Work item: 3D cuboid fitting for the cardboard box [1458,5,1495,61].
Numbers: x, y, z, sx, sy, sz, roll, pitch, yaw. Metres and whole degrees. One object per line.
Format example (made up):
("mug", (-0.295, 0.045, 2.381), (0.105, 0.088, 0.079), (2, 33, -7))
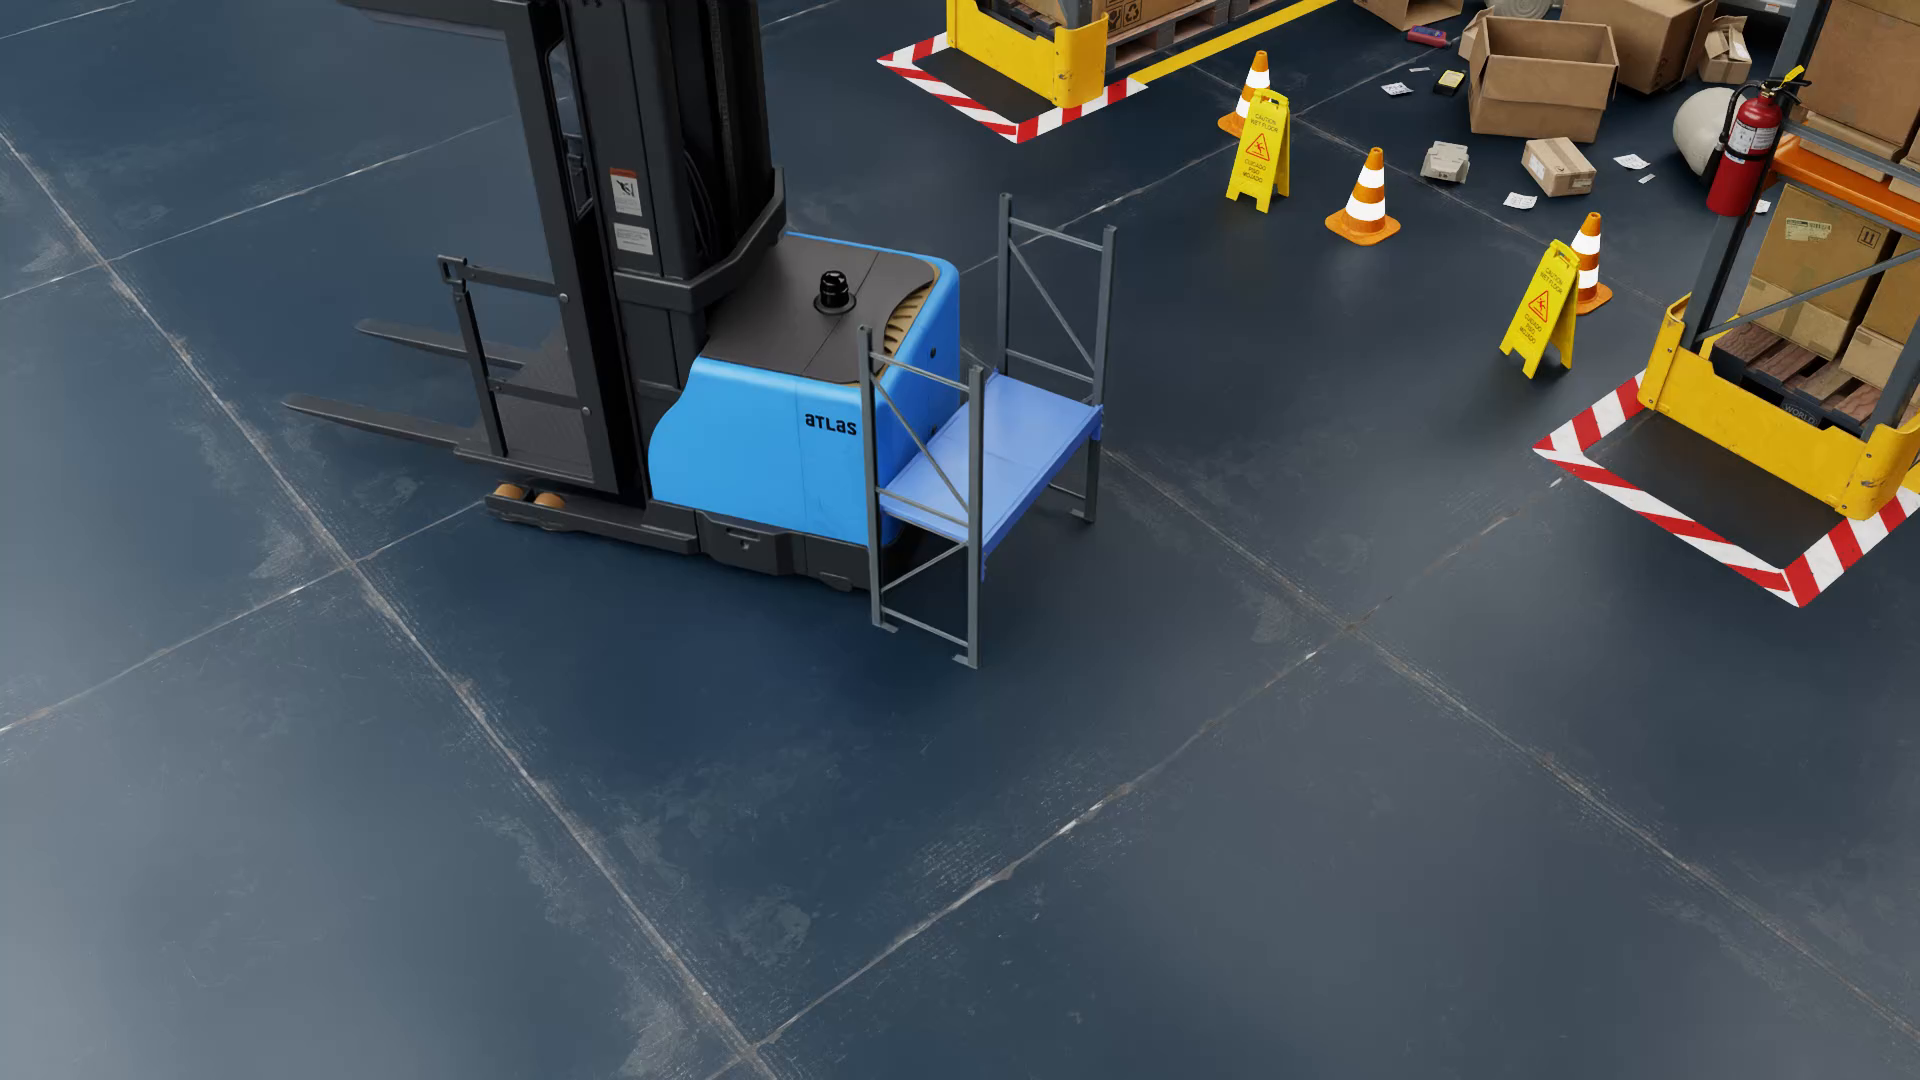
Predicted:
("cardboard box", (3.346, -3.102, 10.359), (0.258, 0.266, 0.396), (-21, 47, -21))

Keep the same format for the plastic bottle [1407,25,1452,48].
("plastic bottle", (3.014, -3.212, 10.625), (0.283, 0.061, 0.133), (22, 47, 21))

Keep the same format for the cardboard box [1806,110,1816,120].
("cardboard box", (3.940, -1.864, 7.227), (0.250, 0.149, 0.380), (-30, 51, -28))

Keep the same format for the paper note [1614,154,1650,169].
("paper note", (3.863, -2.178, 9.555), (0.142, 0.019, 0.148), (-14, 45, -14))

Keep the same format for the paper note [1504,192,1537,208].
("paper note", (3.116, -1.888, 9.237), (0.148, 0.019, 0.142), (22, 47, 21))

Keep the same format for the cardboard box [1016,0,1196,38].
("cardboard box", (0.892, -3.775, 10.324), (0.875, 0.875, 0.875), (-29, 51, -28))

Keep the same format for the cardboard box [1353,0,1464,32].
("cardboard box", (2.950, -3.690, 10.812), (0.500, 0.500, 0.500), (-21, 47, -21))

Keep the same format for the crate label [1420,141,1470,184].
("crate label", (2.760, -2.144, 9.432), (0.250, 0.136, 0.298), (14, 45, 15))

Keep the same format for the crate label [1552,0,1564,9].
("crate label", (3.997, -3.643, 11.029), (0.298, 0.136, 0.250), (7, 44, 7))

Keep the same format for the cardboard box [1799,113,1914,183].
("cardboard box", (3.817, -1.694, 7.046), (0.250, 0.149, 0.380), (-28, 50, -27))

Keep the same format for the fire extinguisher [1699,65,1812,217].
("fire extinguisher", (3.284, -1.673, 6.897), (0.183, 0.674, 0.296), (-30, 51, -28))

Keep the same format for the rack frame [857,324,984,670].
("rack frame", (-0.139, -0.119, 6.282), (0.500, 1.500, 0.032), (22, 47, 22))

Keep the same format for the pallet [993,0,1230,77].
("pallet", (0.977, -3.440, 10.759), (1.213, 0.211, 1.003), (-30, 51, -28))

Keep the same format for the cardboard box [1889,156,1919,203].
("cardboard box", (4.061, -1.458, 6.795), (0.250, 0.149, 0.380), (-30, 51, -28))

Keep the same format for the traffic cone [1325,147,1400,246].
("traffic cone", (2.197, -1.884, 8.918), (0.334, 0.463, 0.336), (-30, 51, -28))

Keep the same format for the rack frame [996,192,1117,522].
("rack frame", (0.376, -0.719, 6.920), (0.500, 1.500, 0.032), (22, 47, 22))

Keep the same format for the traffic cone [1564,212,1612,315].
("traffic cone", (3.170, -1.451, 8.457), (0.334, 0.463, 0.336), (-30, 51, -28))

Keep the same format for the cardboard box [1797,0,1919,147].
("cardboard box", (3.907, -2.037, 6.938), (0.500, 0.500, 0.500), (-31, 51, -29))

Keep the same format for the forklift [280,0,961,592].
("forklift", (-1.564, -1.441, 6.643), (3.031, 2.935, 1.130), (12, 45, 13))

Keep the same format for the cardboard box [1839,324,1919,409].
("cardboard box", (4.464, -0.869, 7.686), (0.500, 0.250, 0.500), (-30, 51, -28))

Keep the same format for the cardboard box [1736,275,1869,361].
("cardboard box", (4.133, -1.167, 8.003), (0.500, 0.250, 0.500), (-30, 51, -28))

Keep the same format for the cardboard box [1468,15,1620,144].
("cardboard box", (3.391, -2.700, 9.758), (0.797, 0.503, 0.637), (7, 44, 7))

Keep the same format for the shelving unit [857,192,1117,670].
("shelving unit", (0.119, -0.419, 6.601), (0.538, 1.500, 1.048), (22, 47, 22))

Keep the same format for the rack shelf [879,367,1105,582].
("rack shelf", (0.119, -0.288, 6.724), (0.538, 0.185, 1.000), (22, 47, 22))

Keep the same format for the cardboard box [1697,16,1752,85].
("cardboard box", (4.734, -3.039, 10.292), (0.258, 0.266, 0.396), (7, 44, 7))

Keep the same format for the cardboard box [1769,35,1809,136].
("cardboard box", (5.041, -2.600, 9.651), (0.500, 0.500, 0.500), (0, 43, 0))

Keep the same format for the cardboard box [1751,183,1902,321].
("cardboard box", (4.115, -1.422, 7.727), (0.500, 0.500, 0.500), (-29, 51, -28))

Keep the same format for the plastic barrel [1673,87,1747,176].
("plastic barrel", (4.281, -2.272, 9.360), (0.421, 0.421, 0.512), (0, 43, 0))

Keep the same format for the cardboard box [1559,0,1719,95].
("cardboard box", (4.103, -3.165, 10.153), (0.503, 0.637, 0.797), (-30, 51, -28))

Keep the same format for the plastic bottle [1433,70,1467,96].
("plastic bottle", (3.015, -2.821, 10.209), (0.133, 0.061, 0.283), (22, 47, 21))

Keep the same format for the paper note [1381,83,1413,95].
("paper note", (2.674, -2.760, 10.168), (0.142, 0.017, 0.144), (-14, 45, -14))

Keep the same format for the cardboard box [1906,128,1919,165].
("cardboard box", (4.209, -1.717, 6.596), (0.500, 0.500, 0.500), (-31, 51, -28))

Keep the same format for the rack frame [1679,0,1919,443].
("rack frame", (3.668, -1.509, 6.666), (0.127, 3.000, 1.000), (-30, 51, -28))

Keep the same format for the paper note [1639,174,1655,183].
("paper note", (3.894, -2.048, 9.424), (0.123, 0.001, 0.032), (-30, 51, -28))

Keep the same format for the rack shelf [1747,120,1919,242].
("rack shelf", (5.202, -2.126, 7.848), (4.000, 0.370, 1.077), (-30, 51, -28))

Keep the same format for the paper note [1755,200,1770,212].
("paper note", (4.405, -1.862, 9.210), (0.142, 0.019, 0.148), (22, 47, 21))

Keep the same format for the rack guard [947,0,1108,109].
("rack guard", (0.396, -3.143, 10.231), (0.348, 0.500, 1.175), (-30, 51, -28))

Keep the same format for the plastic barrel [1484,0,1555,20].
("plastic barrel", (3.596, -3.578, 10.751), (0.421, 0.421, 0.512), (0, 43, 0))

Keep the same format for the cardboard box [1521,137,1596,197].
("cardboard box", (3.376, -2.106, 9.384), (0.250, 0.149, 0.380), (-7, 44, -7))

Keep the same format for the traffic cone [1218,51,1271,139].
("traffic cone", (1.733, -2.627, 9.709), (0.334, 0.463, 0.336), (-30, 51, -28))

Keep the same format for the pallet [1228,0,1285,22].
("pallet", (1.913, -3.973, 11.326), (1.213, 0.211, 1.003), (-30, 51, -28))

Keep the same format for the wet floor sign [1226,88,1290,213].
("wet floor sign", (1.662, -2.154, 9.072), (0.267, 0.644, 0.232), (30, 51, 28))

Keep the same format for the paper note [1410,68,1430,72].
("paper note", (2.866, -2.932, 10.365), (0.123, 0.001, 0.032), (-7, 44, -7))

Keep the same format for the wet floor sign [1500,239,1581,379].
("wet floor sign", (2.835, -1.130, 7.981), (0.232, 0.644, 0.267), (-14, 45, -14))

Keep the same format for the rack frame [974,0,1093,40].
("rack frame", (0.414, -4.064, 9.386), (0.127, 3.000, 1.000), (-30, 51, -28))

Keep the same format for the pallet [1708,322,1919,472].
("pallet", (4.372, -0.865, 8.016), (1.213, 0.211, 1.003), (-30, 51, -28))

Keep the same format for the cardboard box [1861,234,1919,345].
("cardboard box", (4.482, -1.153, 7.441), (0.500, 0.500, 0.500), (-32, 52, -29))

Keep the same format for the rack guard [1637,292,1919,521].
("rack guard", (3.726, -0.632, 7.557), (0.348, 0.500, 1.175), (-30, 51, -28))

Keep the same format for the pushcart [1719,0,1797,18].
("pushcart", (5.235, -3.486, 10.686), (1.648, 0.377, 0.936), (22, 47, 21))
